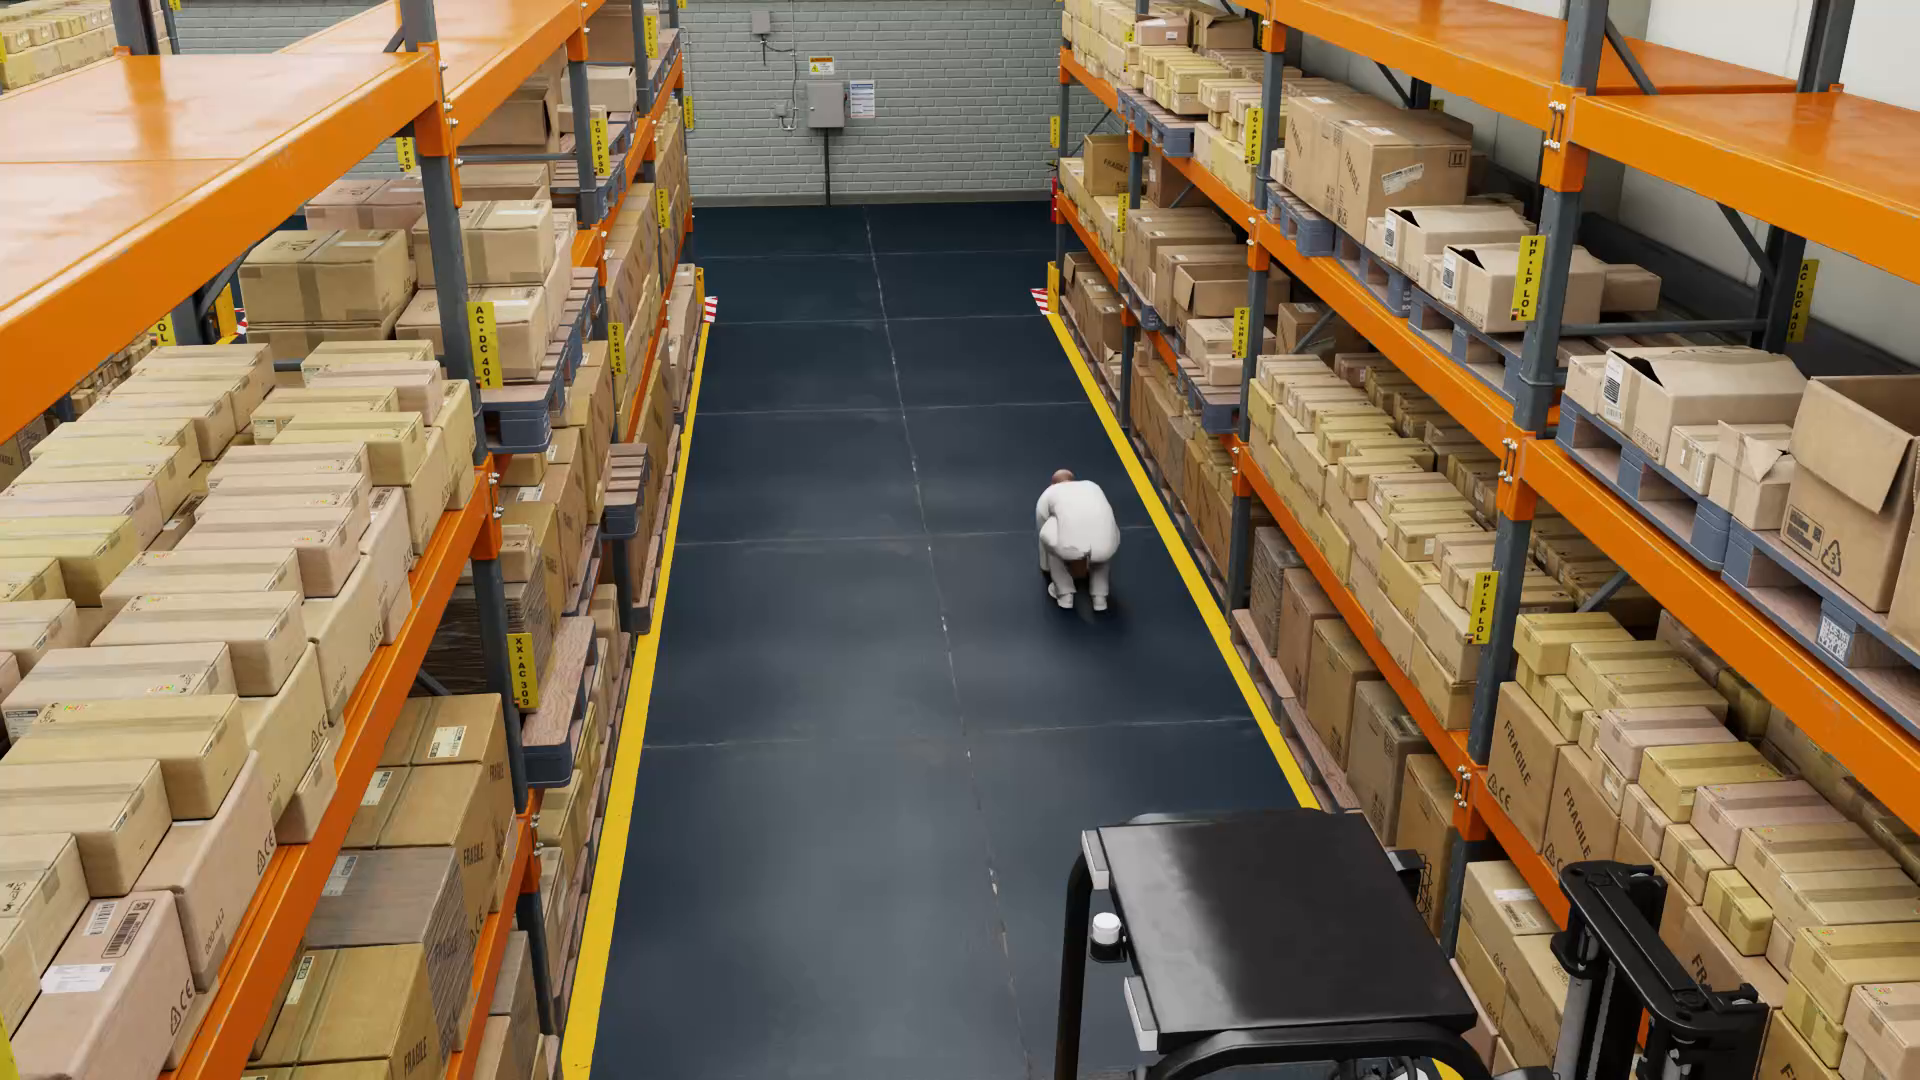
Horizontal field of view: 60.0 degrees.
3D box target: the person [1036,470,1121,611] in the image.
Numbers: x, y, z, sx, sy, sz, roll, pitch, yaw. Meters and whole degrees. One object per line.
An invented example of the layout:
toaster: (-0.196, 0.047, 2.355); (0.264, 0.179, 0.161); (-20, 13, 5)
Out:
person: (0.821, 0.013, 11.586); (0.572, 0.816, 0.941); (-2, 24, -5)
